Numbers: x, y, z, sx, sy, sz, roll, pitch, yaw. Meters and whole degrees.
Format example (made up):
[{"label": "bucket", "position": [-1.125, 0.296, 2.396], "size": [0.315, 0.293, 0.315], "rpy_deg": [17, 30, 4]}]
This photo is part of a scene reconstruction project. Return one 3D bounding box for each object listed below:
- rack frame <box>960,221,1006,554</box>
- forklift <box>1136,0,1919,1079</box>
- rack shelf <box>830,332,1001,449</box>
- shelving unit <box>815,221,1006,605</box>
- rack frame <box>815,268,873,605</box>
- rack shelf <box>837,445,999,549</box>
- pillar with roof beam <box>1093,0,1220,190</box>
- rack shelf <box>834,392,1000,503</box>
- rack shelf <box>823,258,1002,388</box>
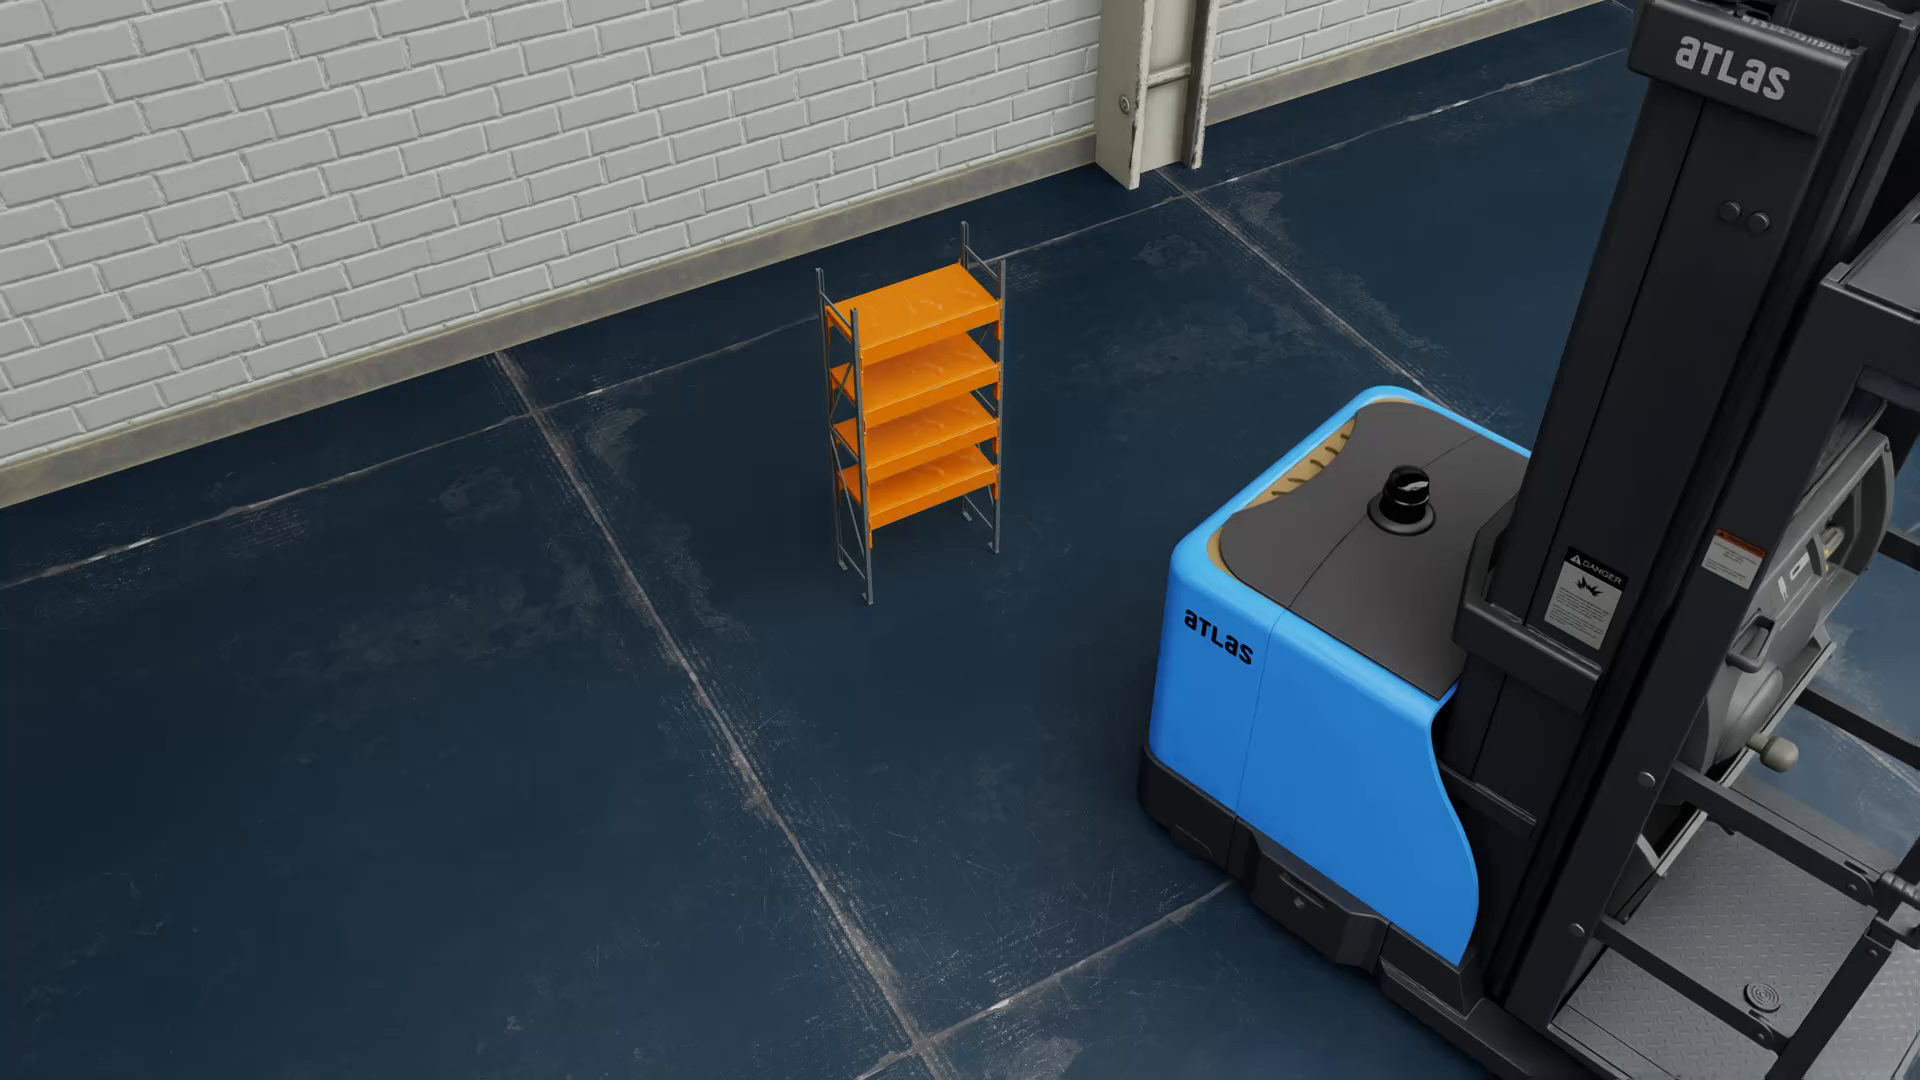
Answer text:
[{"label": "rack frame", "position": [0.068, -0.458, 5.360], "size": [0.015, 1.200, 0.240], "rpy_deg": [-22, 48, -21]}, {"label": "forklift", "position": [1.935, 0.207, 3.433], "size": [3.031, 2.935, 1.130], "rpy_deg": [33, 53, 30]}, {"label": "rack shelf", "position": [-0.144, -0.485, 5.164], "size": [0.480, 0.148, 0.258], "rpy_deg": [-22, 48, -21]}, {"label": "shelving unit", "position": [-0.144, -0.373, 5.273], "size": [0.503, 1.200, 0.258], "rpy_deg": [-22, 48, -21]}, {"label": "rack frame", "position": [-0.355, -0.288, 5.186], "size": [0.015, 1.200, 0.240], "rpy_deg": [-22, 48, -21]}, {"label": "rack shelf", "position": [-0.144, -0.182, 5.458], "size": [0.480, 0.148, 0.258], "rpy_deg": [-22, 48, -21]}, {"label": "pillar with roof beam", "position": [2.986, -2.337, 1.697], "size": [0.400, 9.000, 9.100], "rpy_deg": [-22, 48, -21]}, {"label": "rack shelf", "position": [-0.144, -0.325, 5.320], "size": [0.480, 0.148, 0.258], "rpy_deg": [-22, 48, -21]}, {"label": "rack shelf", "position": [-0.144, -0.655, 4.999], "size": [0.480, 0.148, 0.258], "rpy_deg": [-22, 48, -21]}]
